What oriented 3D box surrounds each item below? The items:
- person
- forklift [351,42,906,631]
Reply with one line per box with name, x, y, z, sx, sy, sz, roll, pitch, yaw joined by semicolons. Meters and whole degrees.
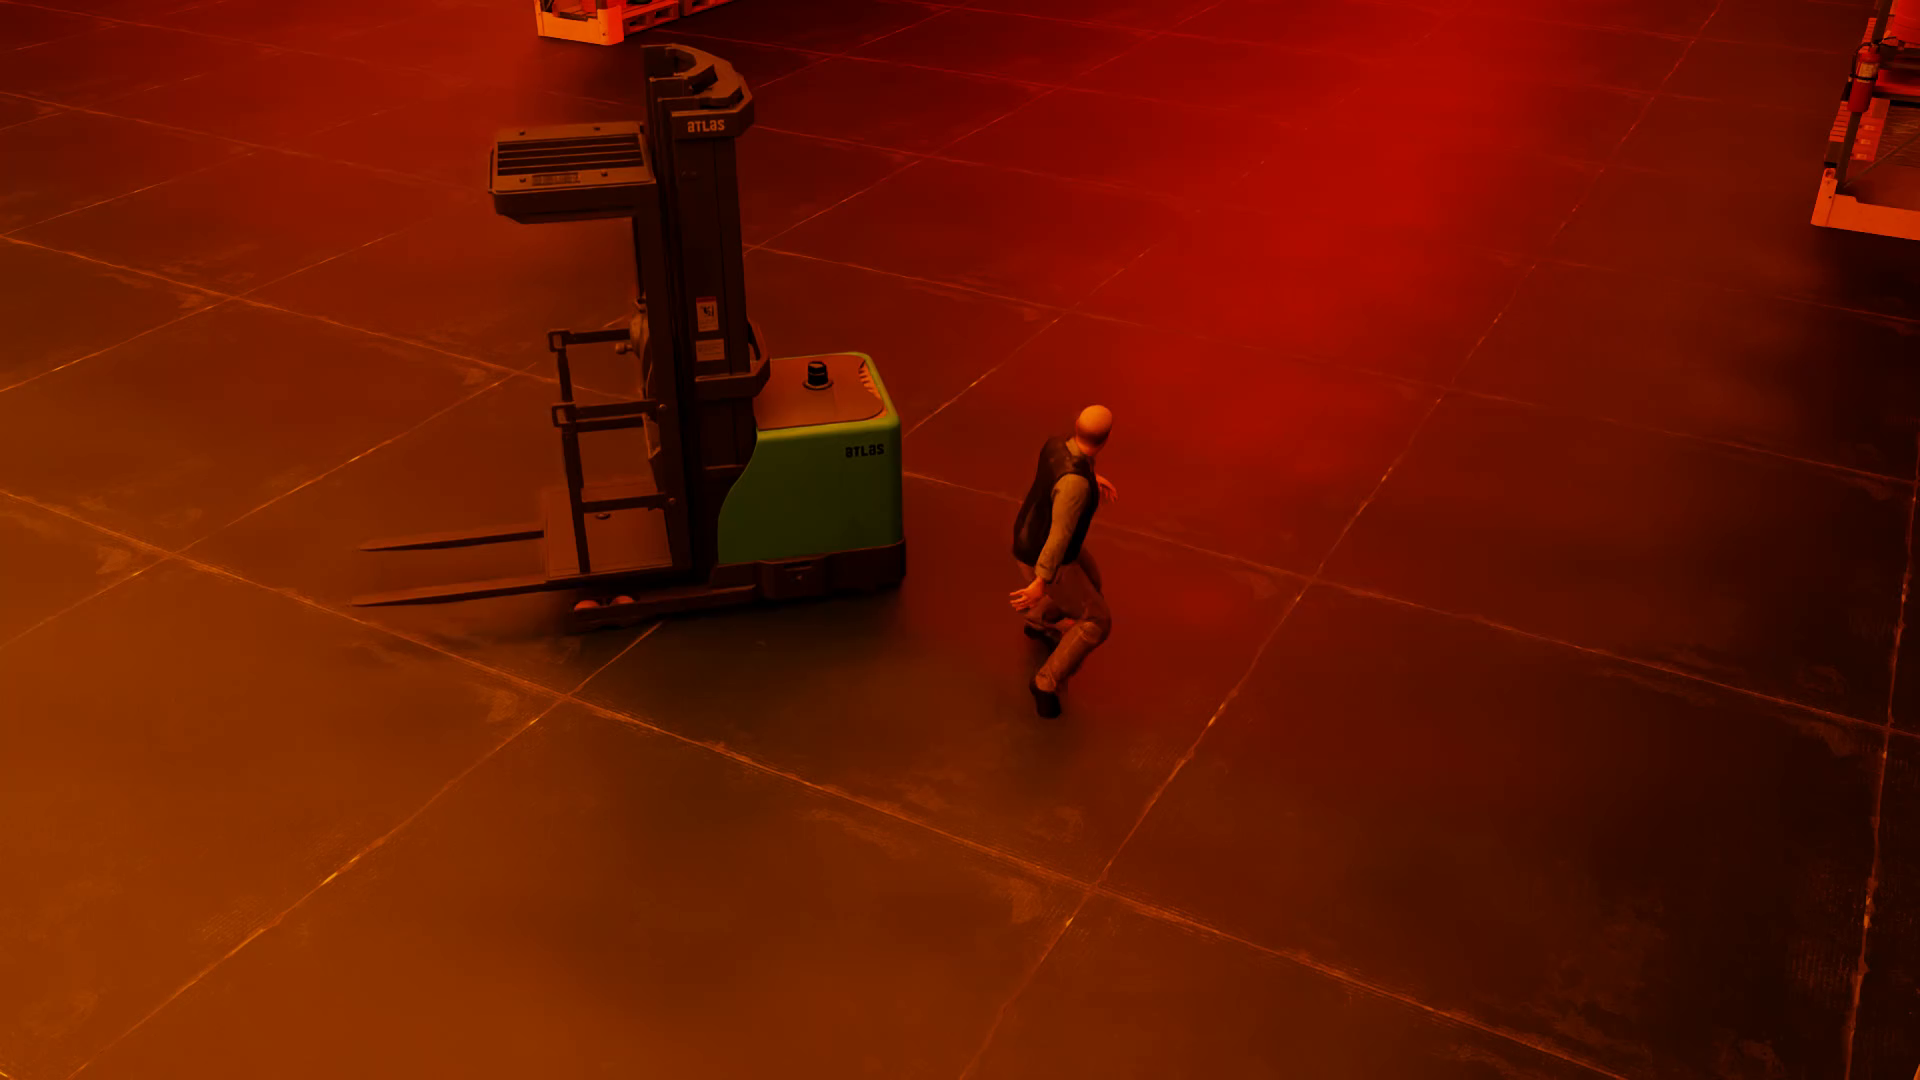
person;0.530;0.098;8.364;0.536;1.638;0.989;2;30;3
forklift;-1.881;-1.060;8.908;3.031;2.935;1.130;-7;31;-11
